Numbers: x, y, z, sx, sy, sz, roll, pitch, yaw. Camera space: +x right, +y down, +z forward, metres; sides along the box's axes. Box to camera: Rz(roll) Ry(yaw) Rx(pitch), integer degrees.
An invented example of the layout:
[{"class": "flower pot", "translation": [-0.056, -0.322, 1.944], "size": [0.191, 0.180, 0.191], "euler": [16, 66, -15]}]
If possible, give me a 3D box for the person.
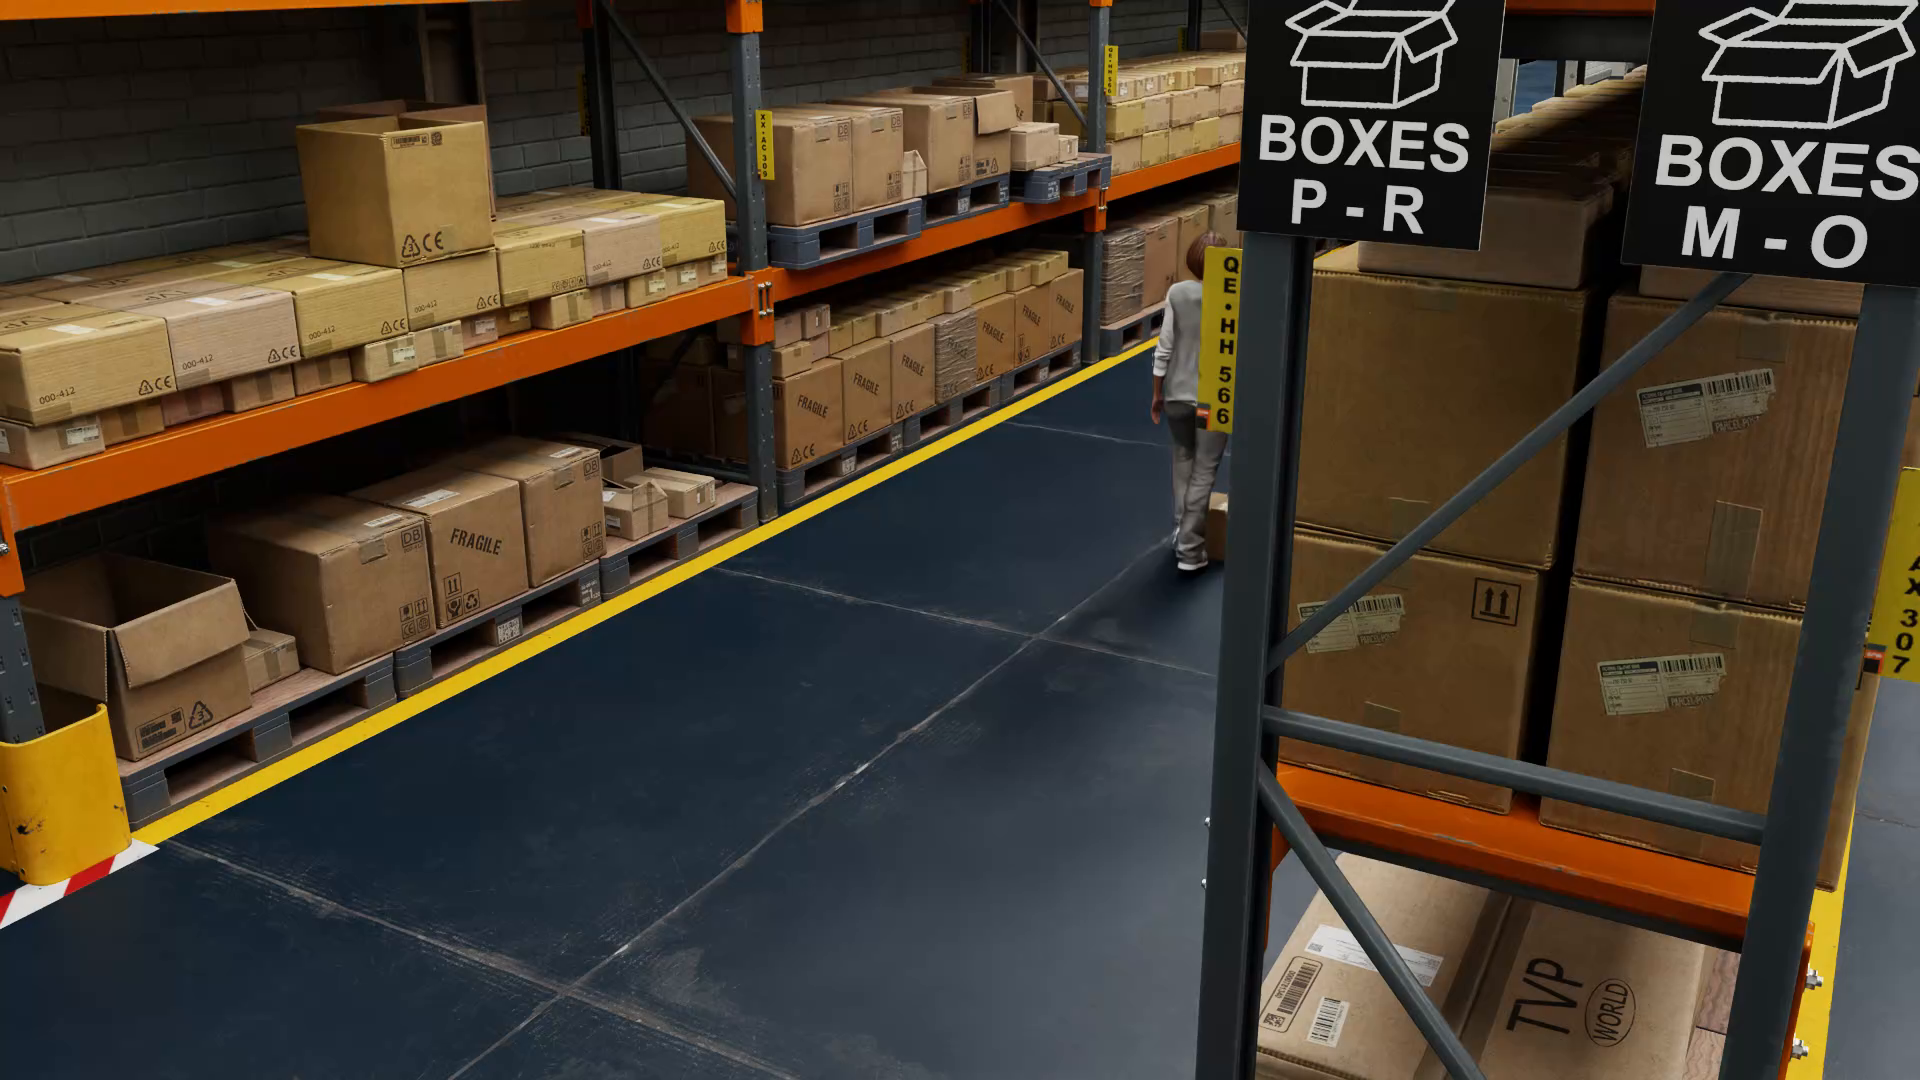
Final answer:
[{"class": "person", "translation": [1.129, -0.629, 7.860], "size": [0.444, 1.615, 0.546], "euler": [9, 21, 23]}]
